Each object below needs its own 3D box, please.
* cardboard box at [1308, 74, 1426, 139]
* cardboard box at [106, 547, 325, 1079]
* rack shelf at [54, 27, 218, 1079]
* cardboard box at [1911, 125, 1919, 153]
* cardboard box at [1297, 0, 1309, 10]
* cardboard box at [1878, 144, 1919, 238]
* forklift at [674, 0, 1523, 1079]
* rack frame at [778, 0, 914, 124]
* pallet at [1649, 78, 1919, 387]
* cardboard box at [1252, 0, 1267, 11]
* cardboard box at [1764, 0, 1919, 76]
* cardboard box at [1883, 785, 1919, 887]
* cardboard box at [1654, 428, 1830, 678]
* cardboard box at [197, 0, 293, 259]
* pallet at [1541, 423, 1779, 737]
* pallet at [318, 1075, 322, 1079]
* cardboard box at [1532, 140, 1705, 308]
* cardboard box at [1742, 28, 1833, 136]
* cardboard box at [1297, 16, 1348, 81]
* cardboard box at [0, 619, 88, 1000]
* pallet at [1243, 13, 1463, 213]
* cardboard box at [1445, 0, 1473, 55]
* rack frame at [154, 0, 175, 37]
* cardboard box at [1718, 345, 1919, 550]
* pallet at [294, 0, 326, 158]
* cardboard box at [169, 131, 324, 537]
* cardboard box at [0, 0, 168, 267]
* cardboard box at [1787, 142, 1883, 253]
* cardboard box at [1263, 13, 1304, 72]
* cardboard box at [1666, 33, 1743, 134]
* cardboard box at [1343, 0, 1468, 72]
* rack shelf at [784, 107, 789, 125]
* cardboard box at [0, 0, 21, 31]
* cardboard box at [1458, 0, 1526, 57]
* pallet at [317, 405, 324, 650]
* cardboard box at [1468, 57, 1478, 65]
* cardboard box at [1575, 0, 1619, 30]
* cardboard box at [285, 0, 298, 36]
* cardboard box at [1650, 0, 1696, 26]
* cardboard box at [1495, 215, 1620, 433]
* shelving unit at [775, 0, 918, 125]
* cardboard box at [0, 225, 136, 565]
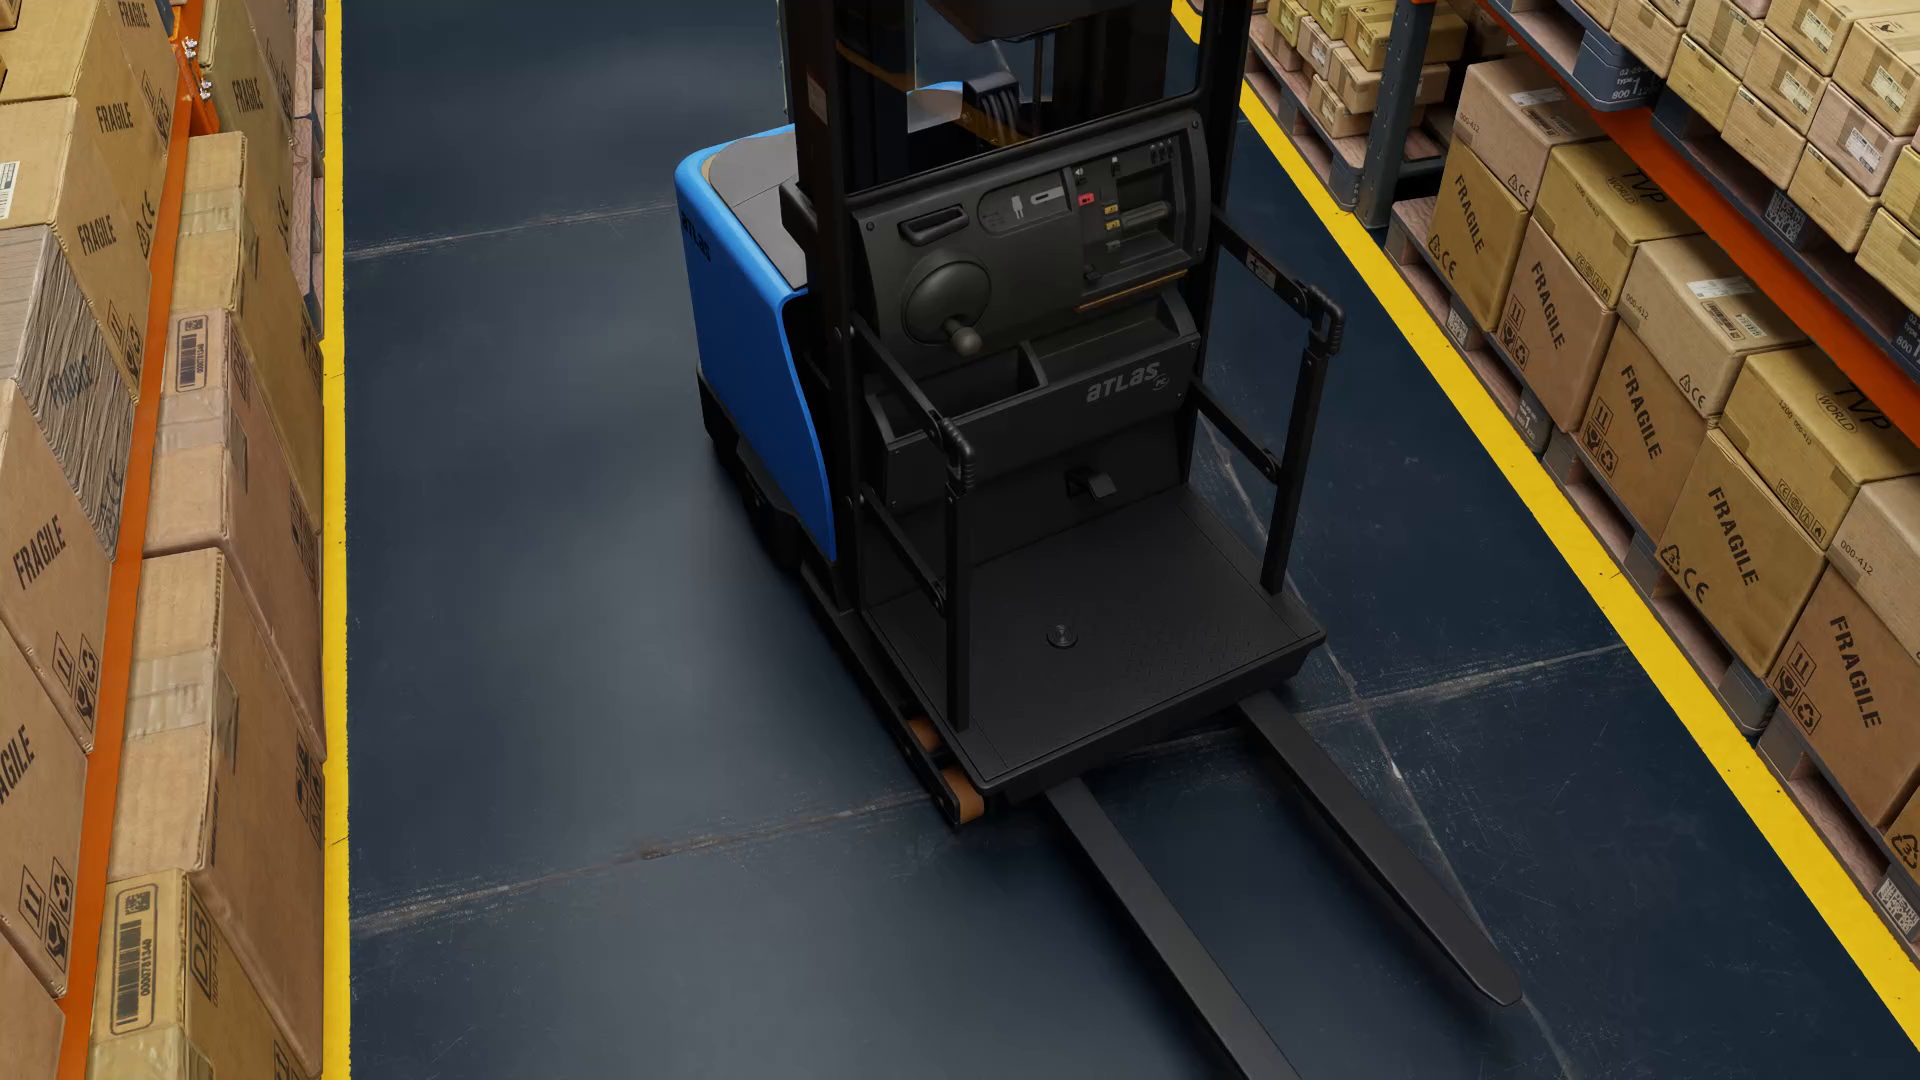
[{"bbox_3d":[1.605,-1.731,6.549,0.380,0.149,0.250,-10,46,-10],"label":"cardboard box"},{"bbox_3d":[-2.139,0.725,3.633,1.225,0.875,0.875,-11,47,-10],"label":"cardboard box"},{"bbox_3d":[-2.274,0.096,3.559,1.077,0.370,4.000,-11,47,-10],"label":"rack shelf"},{"bbox_3d":[2.233,-0.840,3.438,0.380,0.149,0.250,-11,47,-10],"label":"cardboard box"},{"bbox_3d":[1.517,-2.269,6.659,0.380,0.149,0.250,-11,47,-11],"label":"cardboard box"},{"bbox_3d":[2.227,-0.743,3.552,0.380,0.149,0.250,-11,47,-11],"label":"cardboard box"},{"bbox_3d":[0.300,-0.636,3.821,1.130,2.935,3.031,-21,49,-20],"label":"forklift"},{"bbox_3d":[-0.343,-1.218,5.394,0.400,1.500,0.023,-5,46,-5],"label":"rack frame"},{"bbox_3d":[2.512,-0.904,4.170,1.003,0.211,1.213,-11,47,-10],"label":"pallet"},{"bbox_3d":[1.340,-2.446,7.249,0.380,0.149,0.250,-11,47,-10],"label":"cardboard box"},{"bbox_3d":[2.095,-1.207,3.798,0.380,0.149,0.250,-9,46,-9],"label":"cardboard box"},{"bbox_3d":[2.637,0.709,3.911,0.500,0.500,0.500,-11,47,-11],"label":"cardboard box"},{"bbox_3d":[2.357,-0.012,4.618,0.500,0.500,0.500,-13,47,-12],"label":"cardboard box"},{"bbox_3d":[-2.878,-1.410,5.725,0.875,0.875,0.875,-11,47,-10],"label":"cardboard box"},{"bbox_3d":[2.551,-0.017,5.118,1.003,0.211,1.213,-11,47,-10],"label":"pallet"},{"bbox_3d":[-1.891,1.643,3.492,1.003,0.211,1.213,-11,47,-10],"label":"pallet"},{"bbox_3d":[2.107,-0.983,5.044,0.500,0.250,0.500,-10,46,-9],"label":"cardboard box"},{"bbox_3d":[2.093,-1.101,3.903,0.380,0.149,0.250,-12,47,-11],"label":"cardboard box"},{"bbox_3d":[1.565,-1.971,6.575,0.380,0.149,0.250,-13,47,-12],"label":"cardboard box"},{"bbox_3d":[-1.758,0.449,2.640,0.500,0.500,0.500,-12,47,-11],"label":"cardboard box"},{"bbox_3d":[1.828,-1.855,6.920,1.003,0.211,1.213,-11,47,-10],"label":"pallet"},{"bbox_3d":[2.100,-2.094,6.696,0.380,0.149,0.250,-10,46,-10],"label":"cardboard box"},{"bbox_3d":[-2.786,-1.537,4.656,1.000,3.000,0.127,-11,47,-10],"label":"rack frame"},{"bbox_3d":[2.375,-0.271,4.347,0.500,0.250,0.500,-10,46,-9],"label":"cardboard box"},{"bbox_3d":[-3.221,-1.944,7.007,1.003,0.211,1.213,-11,47,-10],"label":"pallet"},{"bbox_3d":[-2.603,-0.502,4.835,1.225,0.875,0.875,-11,47,-10],"label":"cardboard box"},{"bbox_3d":[-2.282,-0.956,4.016,0.500,0.500,0.500,-9,46,-9],"label":"cardboard box"},{"bbox_3d":[2.165,-0.814,3.830,0.380,0.149,0.250,-9,46,-9],"label":"cardboard box"},{"bbox_3d":[1.489,-2.097,6.907,0.380,0.149,0.250,-12,47,-12],"label":"cardboard box"},{"bbox_3d":[2.030,-1.176,4.184,0.380,0.149,0.250,-11,47,-11],"label":"cardboard box"},{"bbox_3d":[1.692,-1.929,6.326,0.380,0.149,0.250,-9,46,-9],"label":"cardboard box"},{"bbox_3d":[-0.385,-1.250,5.881,0.431,0.370,0.720,-5,46,-5],"label":"rack shelf"},{"bbox_3d":[-2.615,-1.483,3.831,0.797,0.503,0.637,-12,47,-11],"label":"cardboard box"},{"bbox_3d":[2.147,-2.007,6.402,0.380,0.149,0.250,-9,46,-9],"label":"cardboard box"},{"bbox_3d":[-2.516,-0.042,5.143,1.003,0.211,1.213,-11,47,-10],"label":"pallet"},{"bbox_3d":[2.252,-1.833,6.648,0.380,0.149,0.250,-13,47,-12],"label":"cardboard box"},{"bbox_3d":[1.891,-1.539,4.540,0.380,0.149,0.250,-10,46,-10],"label":"cardboard box"},{"bbox_3d":[-3.336,-2.646,6.937,0.875,0.875,0.875,-11,47,-10],"label":"cardboard box"},{"bbox_3d":[1.964,-1.459,4.253,0.380,0.149,0.250,-9,46,-9],"label":"cardboard box"},{"bbox_3d":[2.104,-0.722,5.314,0.500,0.500,0.500,-9,46,-9],"label":"cardboard box"},{"bbox_3d":[-0.385,-1.478,5.649,0.431,1.500,0.755,-5,46,-5],"label":"shelving unit"},{"bbox_3d":[-2.018,-0.249,3.324,0.500,0.500,0.500,-11,47,-10],"label":"cardboard box"}]
